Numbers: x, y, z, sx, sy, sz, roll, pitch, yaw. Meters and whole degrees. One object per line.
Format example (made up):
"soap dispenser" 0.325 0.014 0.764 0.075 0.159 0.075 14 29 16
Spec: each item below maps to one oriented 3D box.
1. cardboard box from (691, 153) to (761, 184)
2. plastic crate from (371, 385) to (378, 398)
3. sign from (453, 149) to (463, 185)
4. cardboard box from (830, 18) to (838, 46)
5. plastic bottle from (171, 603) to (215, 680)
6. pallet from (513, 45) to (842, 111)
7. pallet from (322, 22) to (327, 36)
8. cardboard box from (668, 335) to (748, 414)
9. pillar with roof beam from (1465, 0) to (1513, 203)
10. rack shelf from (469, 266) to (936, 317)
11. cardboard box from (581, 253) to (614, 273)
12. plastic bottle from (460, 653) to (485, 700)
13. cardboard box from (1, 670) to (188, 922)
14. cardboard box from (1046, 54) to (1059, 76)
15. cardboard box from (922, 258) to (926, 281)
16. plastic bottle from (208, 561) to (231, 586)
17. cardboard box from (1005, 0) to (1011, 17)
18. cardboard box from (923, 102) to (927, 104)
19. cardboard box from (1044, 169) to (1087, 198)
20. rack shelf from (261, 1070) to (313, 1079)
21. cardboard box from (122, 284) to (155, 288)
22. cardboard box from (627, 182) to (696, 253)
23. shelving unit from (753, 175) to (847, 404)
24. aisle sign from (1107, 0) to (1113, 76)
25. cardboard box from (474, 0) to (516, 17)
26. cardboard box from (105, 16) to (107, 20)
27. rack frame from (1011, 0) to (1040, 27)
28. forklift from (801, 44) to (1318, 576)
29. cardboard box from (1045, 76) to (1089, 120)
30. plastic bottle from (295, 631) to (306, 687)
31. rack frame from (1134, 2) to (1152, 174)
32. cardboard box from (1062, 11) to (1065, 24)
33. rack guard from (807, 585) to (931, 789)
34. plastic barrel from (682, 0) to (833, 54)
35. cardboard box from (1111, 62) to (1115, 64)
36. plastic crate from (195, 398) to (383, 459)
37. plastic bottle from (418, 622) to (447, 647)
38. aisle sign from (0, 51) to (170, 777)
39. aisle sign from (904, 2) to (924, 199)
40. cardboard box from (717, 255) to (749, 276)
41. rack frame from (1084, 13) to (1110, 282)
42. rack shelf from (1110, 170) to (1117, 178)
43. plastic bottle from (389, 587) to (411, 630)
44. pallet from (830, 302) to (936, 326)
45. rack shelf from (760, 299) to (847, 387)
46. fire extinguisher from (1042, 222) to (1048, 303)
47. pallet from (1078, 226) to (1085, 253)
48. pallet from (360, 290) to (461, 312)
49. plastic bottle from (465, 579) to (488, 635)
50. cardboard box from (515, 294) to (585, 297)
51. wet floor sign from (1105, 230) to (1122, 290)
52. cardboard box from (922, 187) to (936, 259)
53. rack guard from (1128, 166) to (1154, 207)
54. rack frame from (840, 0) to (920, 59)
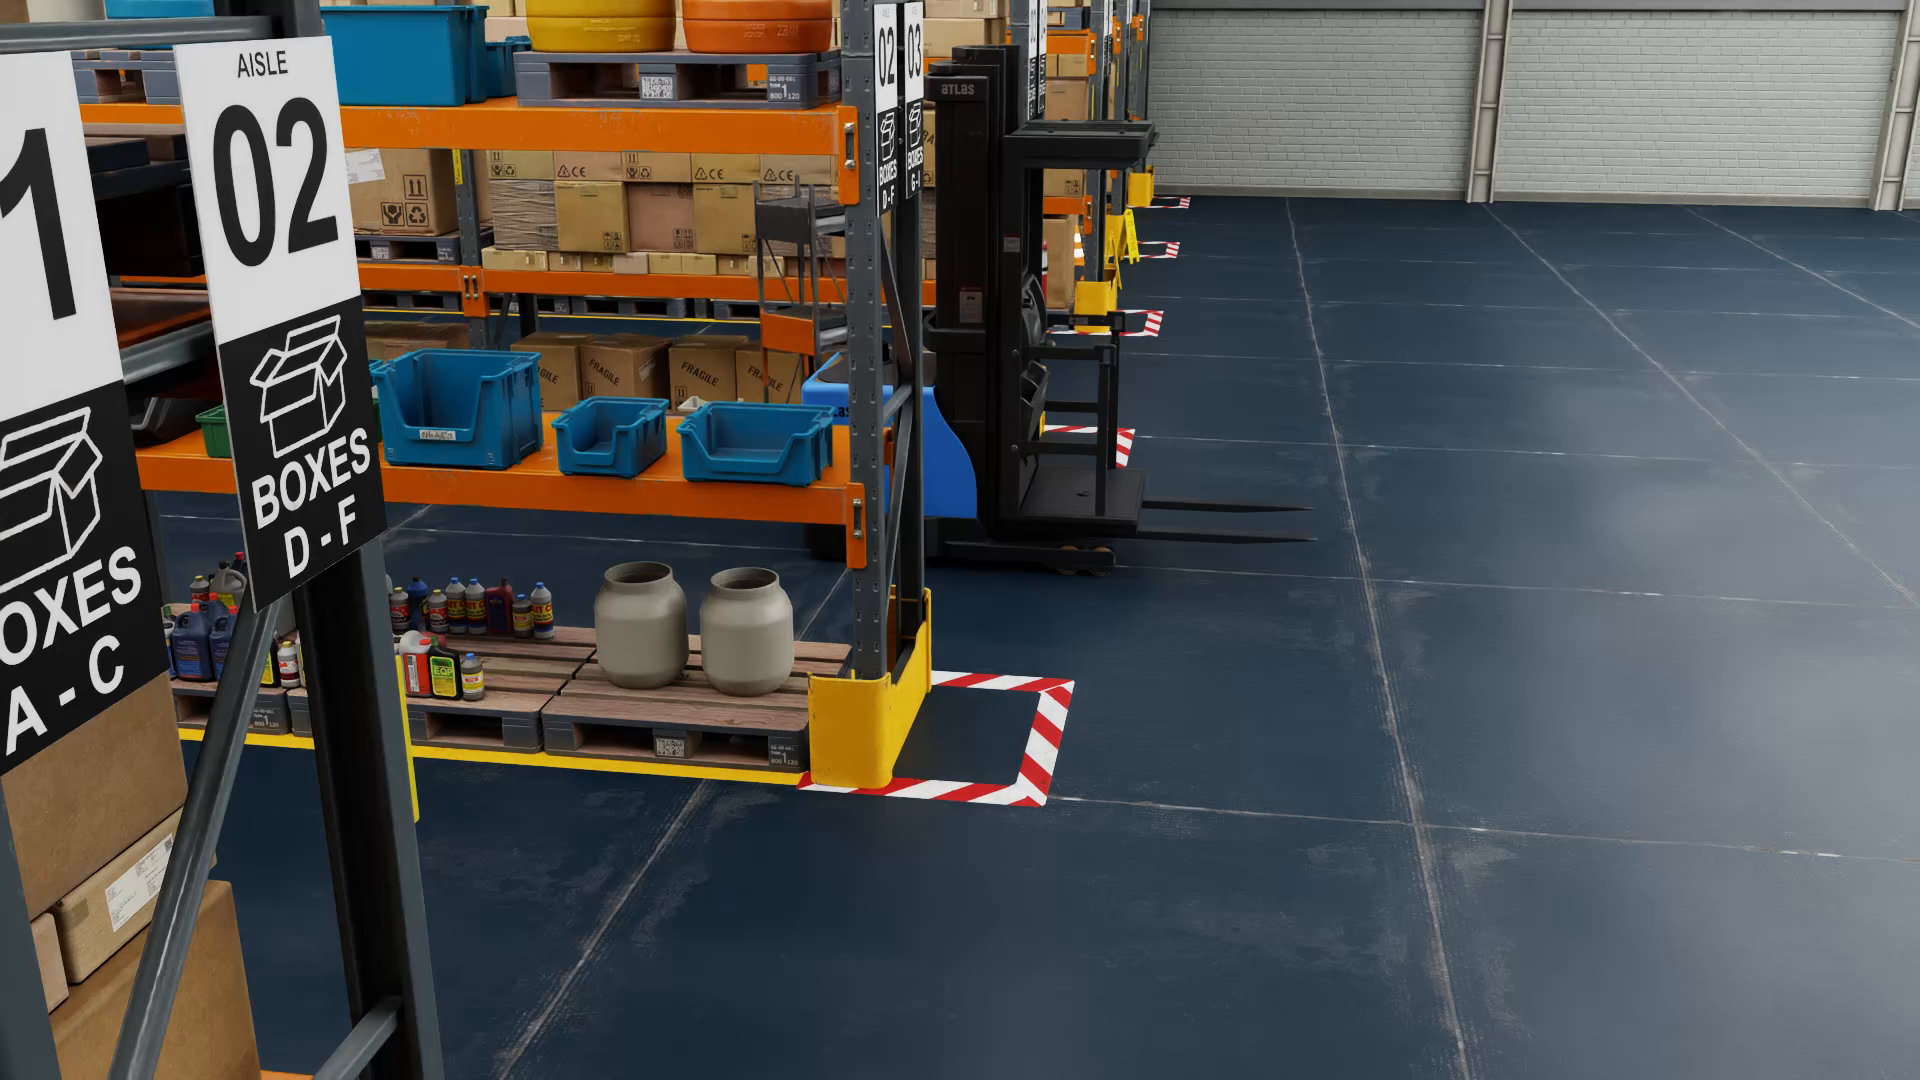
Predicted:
"cardboard box" -1.588 -2.797 11.733 0.500 0.500 0.500 3 19 9
"plastic crate" -2.617 -0.629 7.872 0.437 0.136 0.530 3 19 9
"sign" -3.559 -2.683 11.771 0.005 0.325 0.100 3 19 9
"cardboard box" -1.040 -3.456 11.413 0.500 0.250 0.500 3 19 10
"plastic bottle" -3.529 0.462 7.678 0.185 0.351 0.144 3 19 10
"pallet" -1.112 -1.961 7.006 1.213 0.211 1.003 3 19 9
"pallet" -4.068 -3.706 12.221 1.003 0.211 1.213 3 19 9
"cardboard box" -1.894 -1.256 12.608 0.500 0.500 0.500 1 19 4
"pillar with roof beam" 7.527 -8.279 20.863 0.400 9.000 9.100 3 19 9
"rack shelf" -1.500 -1.867 12.288 4.000 0.370 1.077 3 19 9
"cardboard box" -2.566 -2.054 12.110 0.250 0.149 0.380 3 19 9
"plastic bottle" -2.194 0.608 7.476 0.097 0.201 0.097 0 18 0
"cardboard box" -1.612 0.303 2.467 0.500 0.500 0.700 3 19 9
"cardboard box" 1.009 -5.860 20.886 0.500 0.500 0.700 3 19 9
"cardboard box" -0.341 -1.947 11.790 0.250 0.149 0.380 3 19 9
"plastic bottle" -3.733 0.244 8.435 0.133 0.283 0.061 4 19 11
"cardboard box" 0.239 -3.734 11.616 0.250 0.149 0.380 3 19 8
"cardboard box" -0.518 -2.910 12.071 0.500 0.500 0.500 3 19 9
"cardboard box" 0.987 -3.731 16.492 0.550 0.550 0.875 3 19 9
"rack shelf" -3.075 1.237 3.013 4.000 0.370 1.077 3 19 9
"cardboard box" -6.758 -1.864 13.212 0.500 0.250 0.500 4 19 11
"cardboard box" -2.043 -2.425 12.197 0.500 0.500 0.875 3 19 9
"shelving unit" -0.968 -1.263 10.758 0.503 2.100 0.431 14 23 38
"aisle sign" 1.479 -4.979 16.360 0.004 0.787 0.394 3 19 9
"cardboard box" -3.203 -3.736 11.622 0.250 0.149 0.380 2 19 7
"cardboard box" -5.985 -3.709 12.169 0.500 0.250 0.500 3 19 10
"rack frame" 0.474 -4.952 10.921 0.127 3.000 1.000 3 19 9
"forklift" 0.622 -1.359 9.747 3.031 2.935 1.130 3 19 8
"cardboard box" 1.001 -4.270 16.399 0.550 0.550 0.875 3 19 9
"plastic bottle" -2.923 0.492 7.585 0.185 0.351 0.144 3 19 8
"rack frame" 2.830 -6.767 25.800 0.127 3.000 1.000 3 19 9
"cardboard box" 1.399 -6.448 20.514 0.250 0.149 0.380 3 19 9
"rack guard" -0.394 0.641 7.600 0.348 0.500 1.175 3 19 9
"plastic barrel" -0.811 -2.365 6.579 0.708 0.830 0.600 3 19 9
"cardboard box" 2.280 -7.380 25.983 0.250 0.149 0.380 4 19 11
"plastic crate" -2.965 -0.499 7.402 0.662 0.188 0.450 3 19 9
"plastic bottle" -2.422 0.514 7.626 0.133 0.283 0.061 3 19 9
"aisle sign" -1.082 -0.141 1.901 0.004 0.787 0.394 3 19 9
"aisle sign" -0.194 -1.876 7.086 0.004 0.787 0.394 3 19 9
"cardboard box" -1.573 -2.015 11.992 0.250 0.149 0.380 3 19 9
"rack frame" 1.361 -3.656 16.502 0.127 3.000 1.000 3 19 9
"rack shelf" 0.072 -4.971 21.567 4.000 0.370 1.077 3 19 9
"plastic bottle" -2.790 0.337 8.287 0.097 0.201 0.097 0 18 0
"pallet" -0.642 -2.411 17.177 1.213 0.211 1.003 3 19 9
"rack shelf" -0.968 -1.250 10.762 0.480 0.518 0.431 14 23 38
"fire extinguisher" 0.514 -1.920 11.437 0.183 0.674 0.296 3 19 9
"pallet" 1.175 -3.945 21.761 1.213 0.211 1.003 3 19 9
"pallet" -5.771 -2.673 17.959 1.213 0.211 1.003 3 19 9
"plastic bottle" -2.390 0.324 8.215 0.097 0.271 0.097 0 18 0
"cardboard box" -4.167 -3.042 17.552 0.750 0.750 1.050 3 19 9
"wet floor sign" 1.704 -3.158 18.725 0.232 0.644 0.267 0 19 -1
"cardboard box" -0.064 -2.332 11.918 0.500 0.500 0.875 3 19 9
"rack guard" 2.854 -5.580 26.193 0.348 0.500 1.175 3 19 9
"rack frame" -0.311 -3.400 6.284 0.127 3.000 1.000 3 19 9
